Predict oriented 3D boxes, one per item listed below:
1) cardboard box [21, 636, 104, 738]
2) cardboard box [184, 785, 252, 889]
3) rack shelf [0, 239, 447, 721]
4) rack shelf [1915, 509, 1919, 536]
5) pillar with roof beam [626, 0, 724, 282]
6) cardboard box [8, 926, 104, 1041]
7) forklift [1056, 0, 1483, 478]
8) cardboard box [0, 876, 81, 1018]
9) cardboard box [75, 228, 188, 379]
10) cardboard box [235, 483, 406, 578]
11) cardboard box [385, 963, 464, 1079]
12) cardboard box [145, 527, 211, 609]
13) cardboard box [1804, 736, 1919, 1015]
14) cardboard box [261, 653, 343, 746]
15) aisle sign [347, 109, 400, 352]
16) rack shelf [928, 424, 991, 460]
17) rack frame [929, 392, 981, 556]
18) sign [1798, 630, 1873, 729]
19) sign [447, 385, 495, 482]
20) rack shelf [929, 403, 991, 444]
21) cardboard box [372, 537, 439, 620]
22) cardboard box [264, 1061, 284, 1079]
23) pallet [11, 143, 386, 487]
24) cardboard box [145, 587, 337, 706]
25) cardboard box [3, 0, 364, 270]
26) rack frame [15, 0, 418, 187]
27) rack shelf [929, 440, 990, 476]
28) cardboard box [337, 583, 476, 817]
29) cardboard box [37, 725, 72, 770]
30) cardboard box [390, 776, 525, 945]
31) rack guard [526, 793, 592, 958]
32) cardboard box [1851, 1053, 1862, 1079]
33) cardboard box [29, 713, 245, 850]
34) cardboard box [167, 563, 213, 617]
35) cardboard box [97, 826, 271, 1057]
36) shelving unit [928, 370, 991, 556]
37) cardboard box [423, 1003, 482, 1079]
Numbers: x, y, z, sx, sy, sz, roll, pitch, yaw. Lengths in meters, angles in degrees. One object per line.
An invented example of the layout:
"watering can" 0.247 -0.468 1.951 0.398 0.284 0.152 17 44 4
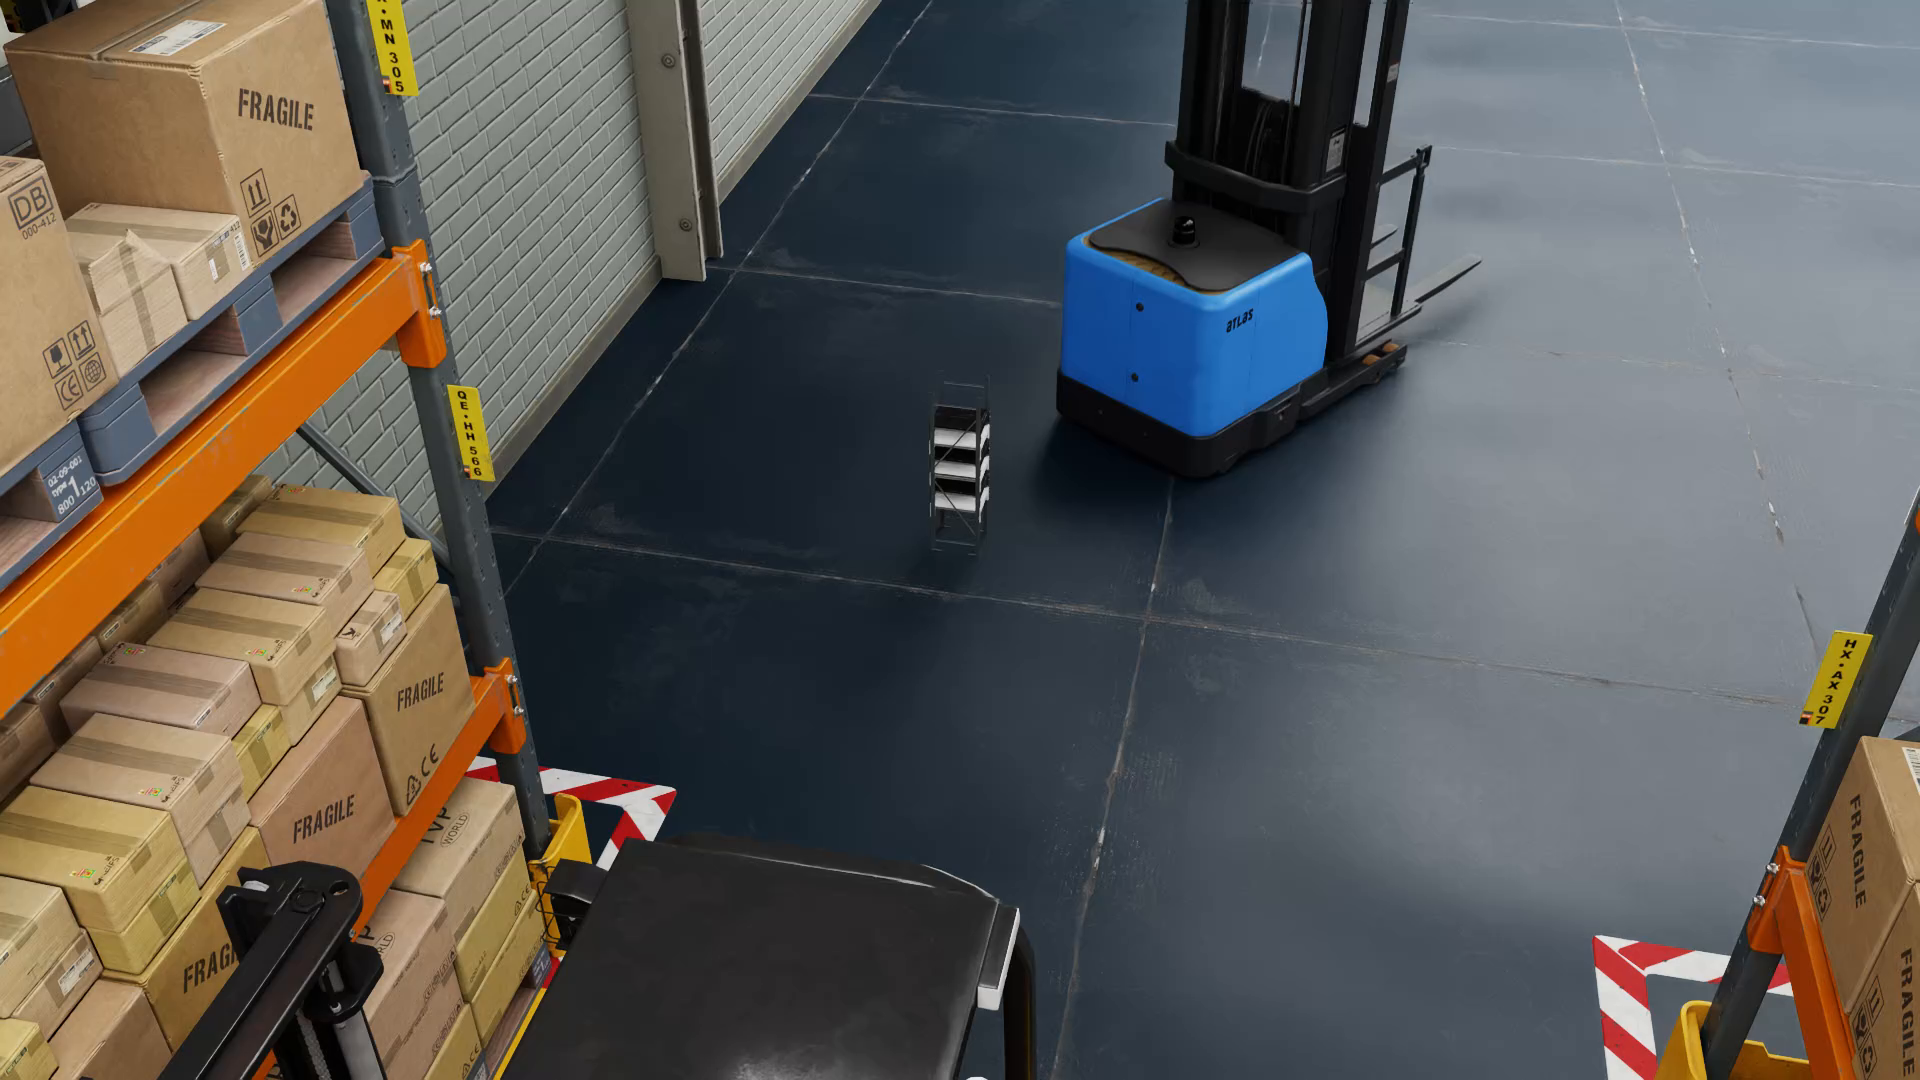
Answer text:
"cardboard box" -2.461 0.355 4.313 0.380 0.149 0.250 8 37 10
"cardboard box" -1.997 0.696 4.096 0.380 0.149 0.250 6 36 8
"rack shelf" -2.409 0.397 3.203 1.077 0.370 4.000 7 37 10
"rack shelf" 2.441 1.017 2.347 1.077 0.370 4.000 7 37 10
"pillar with roof beam" 2.477 -4.869 7.300 9.100 9.000 0.400 7 37 10
"cardboard box" -2.173 0.975 3.711 0.380 0.149 0.250 7 37 10
"forklift" 1.926 -2.267 8.880 3.031 2.935 1.130 -30 46 -35
"cardboard box" -2.174 0.862 3.613 0.380 0.149 0.250 8 37 11
"cardboard box" -1.916 -0.538 3.552 0.396 0.266 0.258 7 37 10
"cardboard box" -1.852 -0.018 4.827 0.380 0.149 0.250 7 37 10
"cardboard box" -1.898 1.519 5.157 0.500 0.250 0.500 7 37 10
"cardboard box" -2.380 0.061 4.719 0.380 0.149 0.250 9 37 12
"cardboard box" 2.496 0.870 4.155 0.500 0.500 0.500 7 36 9
"cardboard box" -1.923 0.396 4.510 0.380 0.149 0.250 8 37 11
"aisle sign" -1.680 -0.880 4.692 0.394 0.787 0.004 7 37 10
"rack shelf" -0.002 -0.478 7.893 0.258 0.077 0.200 7 37 10
"rack frame" -0.023 -0.301 7.899 0.240 0.900 0.006 7 37 10
"sign" 2.338 0.375 4.438 0.100 0.325 0.005 7 37 10
"sign" -1.454 -0.315 4.940 0.100 0.325 0.005 7 37 10
"rack shelf" -0.002 -0.551 7.841 0.258 0.077 0.200 7 37 10
"cardboard box" -1.782 0.105 4.912 0.380 0.149 0.250 8 37 11
"cardboard box" -1.976 1.599 4.620 0.500 0.250 0.500 8 37 11
"pallet" -2.158 -0.603 4.045 1.003 0.211 1.213 7 37 10
"cardboard box" -1.904 0.281 4.415 0.380 0.149 0.250 8 37 11
"cardboard box" -1.838 -1.007 4.000 0.500 0.500 0.500 8 37 11
"rack frame" -1.981 -2.255 3.694 1.000 3.000 0.127 7 37 10
"rack shelf" -0.002 -0.406 7.946 0.258 0.077 0.200 7 37 10
"cardboard box" -1.830 0.448 4.990 0.500 0.500 0.500 7 36 9
"cardboard box" -2.475 0.473 4.404 0.380 0.149 0.250 6 36 8
"cardboard box" -1.775 1.015 5.426 0.500 0.250 0.500 8 37 12
"rack guard" -1.976 1.172 6.207 1.175 0.500 0.348 7 37 10
"cardboard box" 2.418 1.353 4.041 0.380 0.149 0.250 6 36 8
"cardboard box" -1.977 0.577 4.006 0.380 0.149 0.250 8 37 11
"cardboard box" -2.298 0.182 4.805 0.380 0.149 0.250 7 37 10
"cardboard box" -2.059 1.039 4.176 0.500 0.500 0.500 7 36 9
"shelving unit" -0.002 -0.360 7.980 0.258 0.900 0.210 7 37 10
"cardboard box" -1.889 1.710 5.320 0.500 0.250 0.500 7 37 10
